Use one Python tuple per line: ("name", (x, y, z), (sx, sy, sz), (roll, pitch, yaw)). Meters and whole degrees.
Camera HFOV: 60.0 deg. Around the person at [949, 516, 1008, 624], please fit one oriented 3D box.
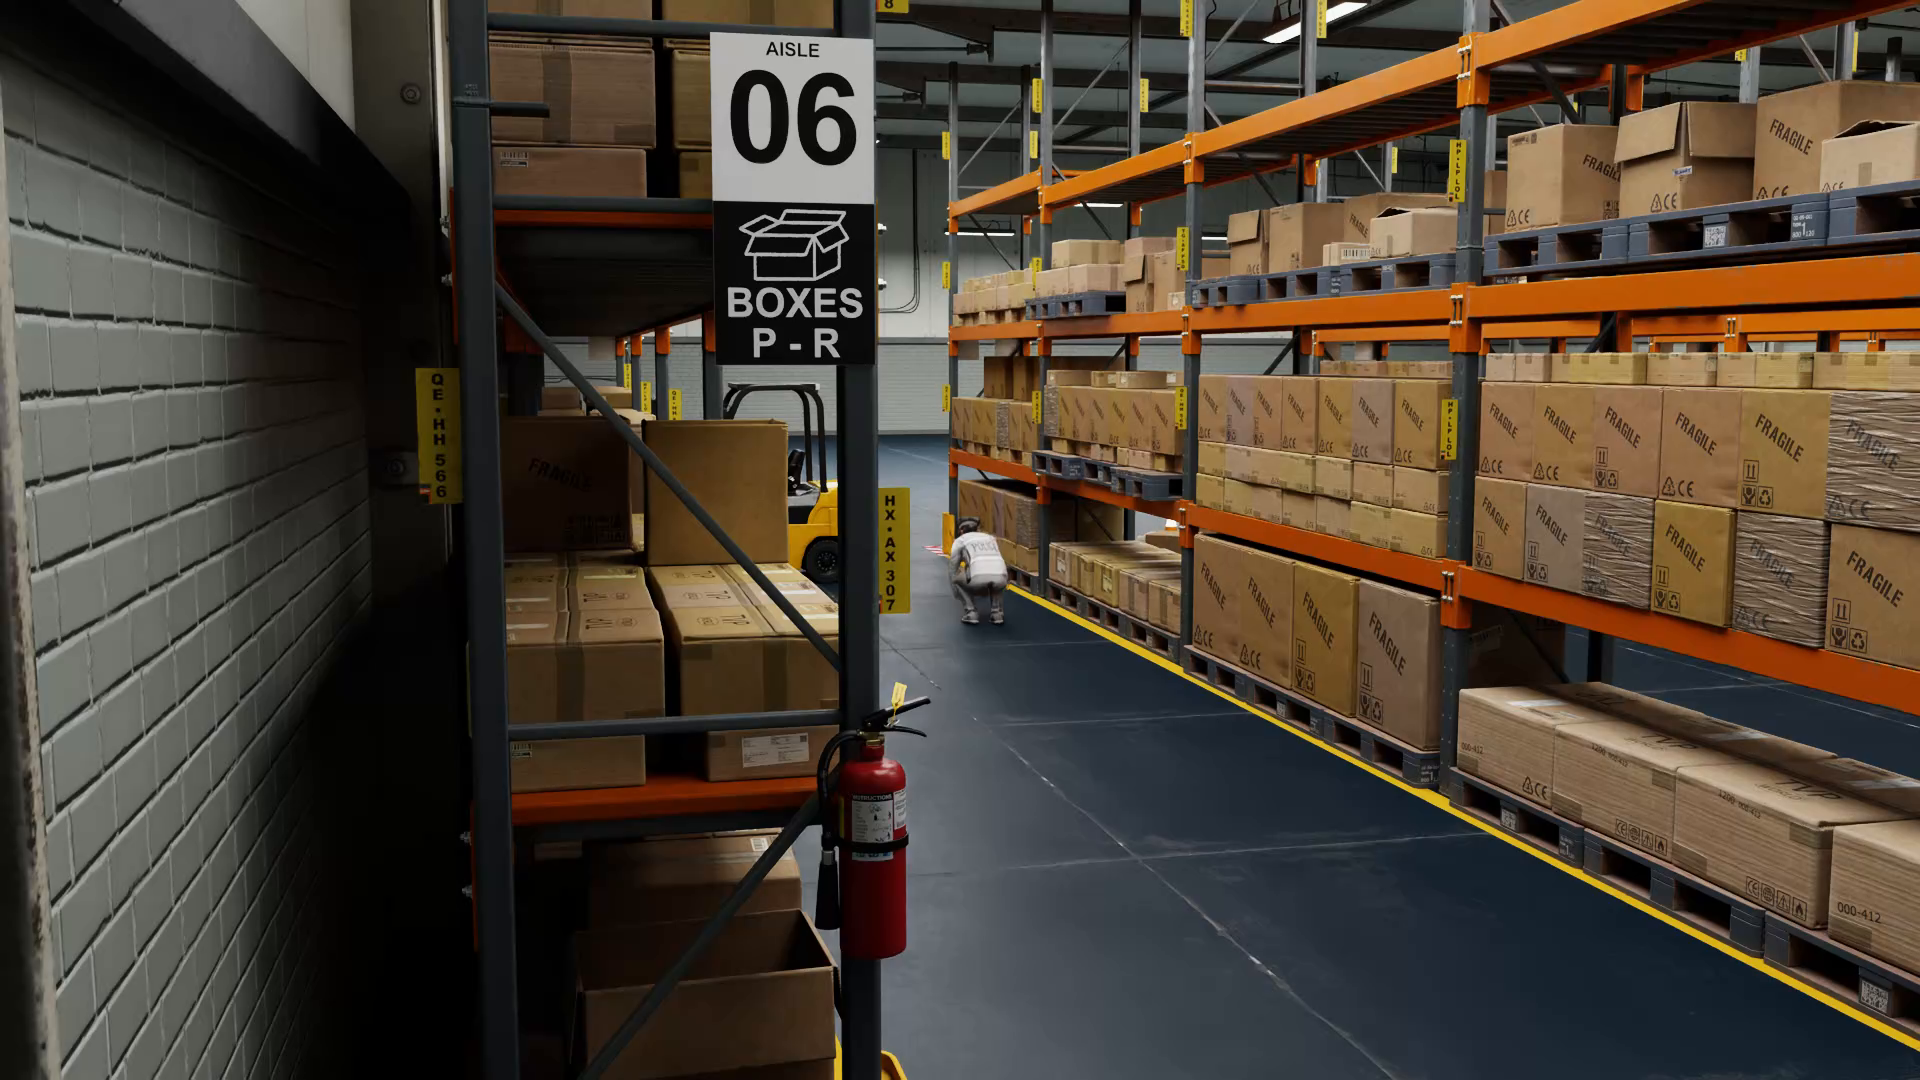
("person", (0.168, 0.279, 15.384), (0.493, 0.967, 0.831), (-1, 6, -12))
